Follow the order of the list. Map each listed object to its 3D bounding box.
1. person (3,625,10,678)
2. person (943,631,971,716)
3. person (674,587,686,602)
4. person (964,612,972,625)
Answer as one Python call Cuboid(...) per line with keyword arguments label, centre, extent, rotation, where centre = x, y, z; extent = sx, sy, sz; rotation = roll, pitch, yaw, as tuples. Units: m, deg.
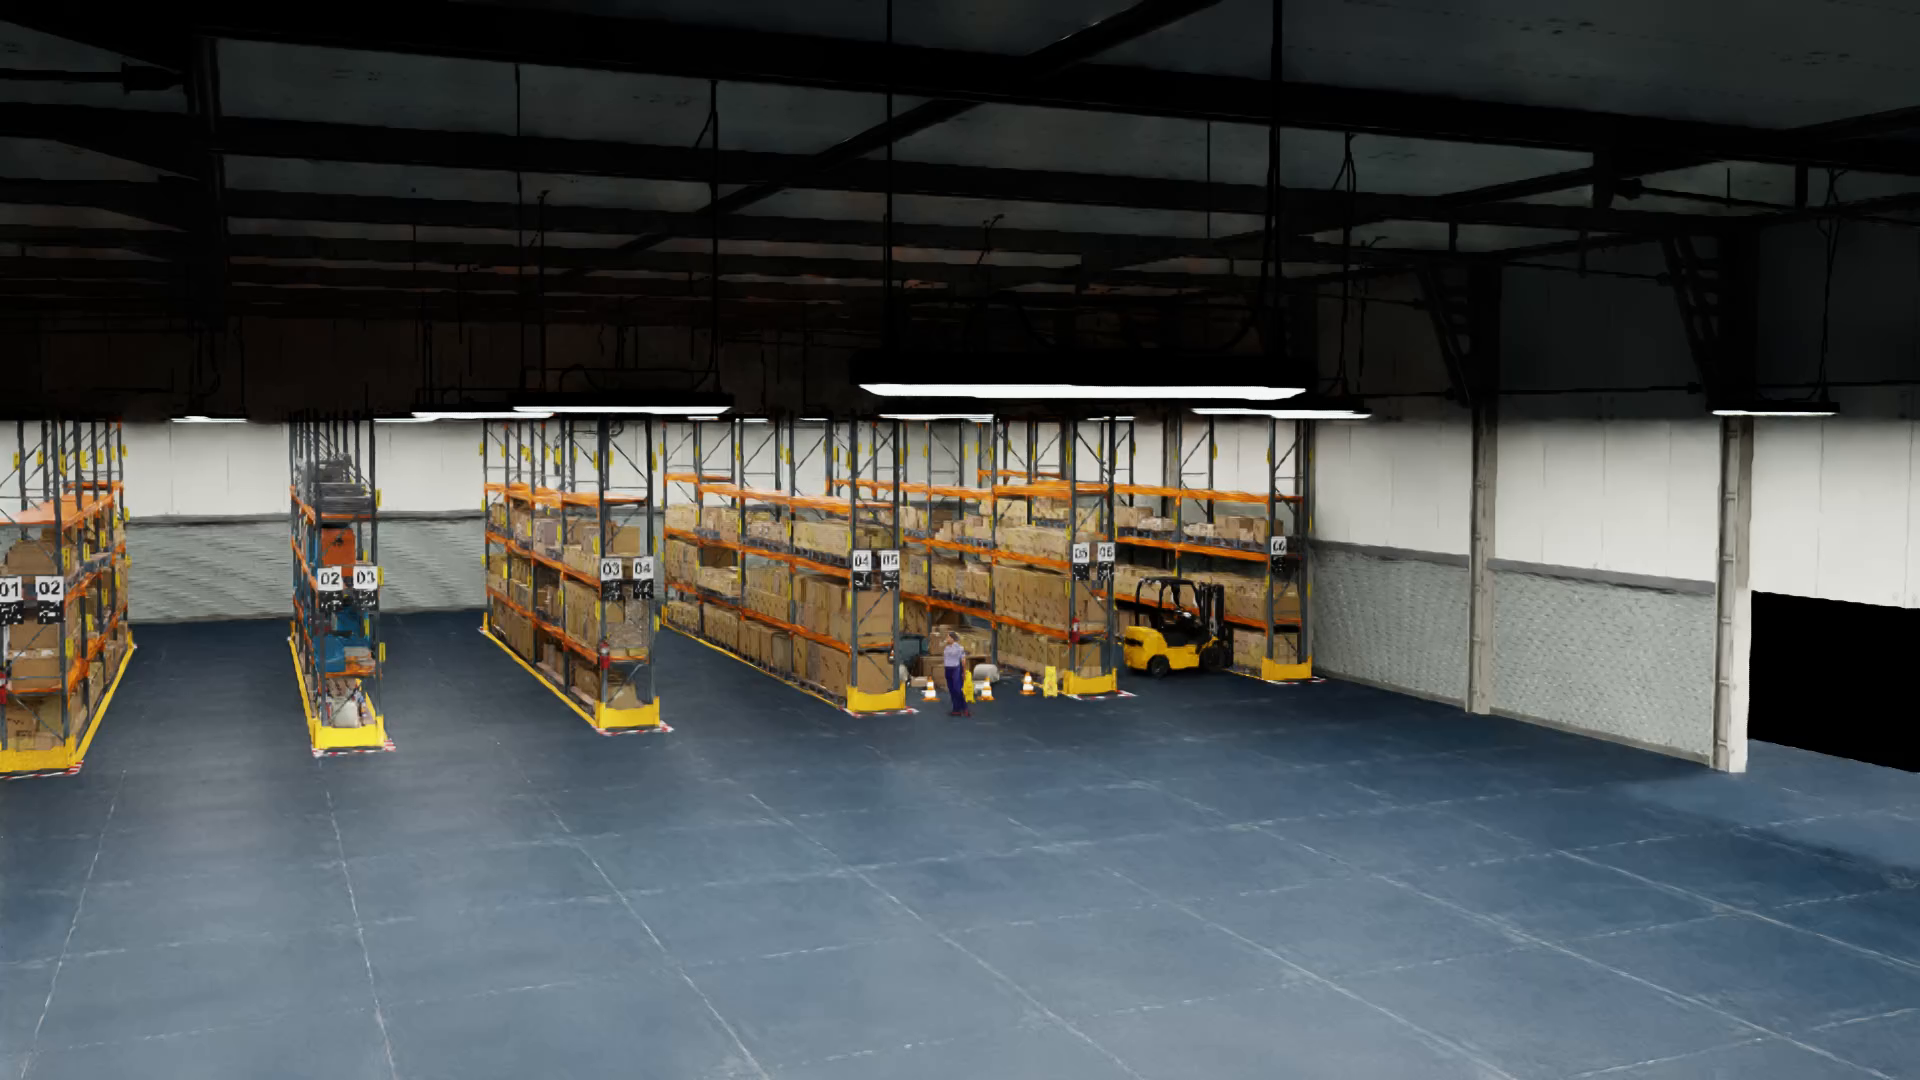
Cuboid(label="person", centre=(-21.002, 2.282, 36.836), extent=(0.729, 1.732, 0.541), rotation=(-2, 4, -24))
Cuboid(label="person", centre=(-0.073, 2.619, 32.585), extent=(0.601, 1.630, 0.397), rotation=(4, 5, 42))
Cuboid(label="person", centre=(-8.283, 1.523, 49.276), extent=(0.526, 1.478, 0.630), rotation=(1, 4, 11))
Cuboid(label="person", centre=(0.066, 1.629, 45.785), extent=(0.586, 1.748, 0.654), rotation=(1, 4, 9))
